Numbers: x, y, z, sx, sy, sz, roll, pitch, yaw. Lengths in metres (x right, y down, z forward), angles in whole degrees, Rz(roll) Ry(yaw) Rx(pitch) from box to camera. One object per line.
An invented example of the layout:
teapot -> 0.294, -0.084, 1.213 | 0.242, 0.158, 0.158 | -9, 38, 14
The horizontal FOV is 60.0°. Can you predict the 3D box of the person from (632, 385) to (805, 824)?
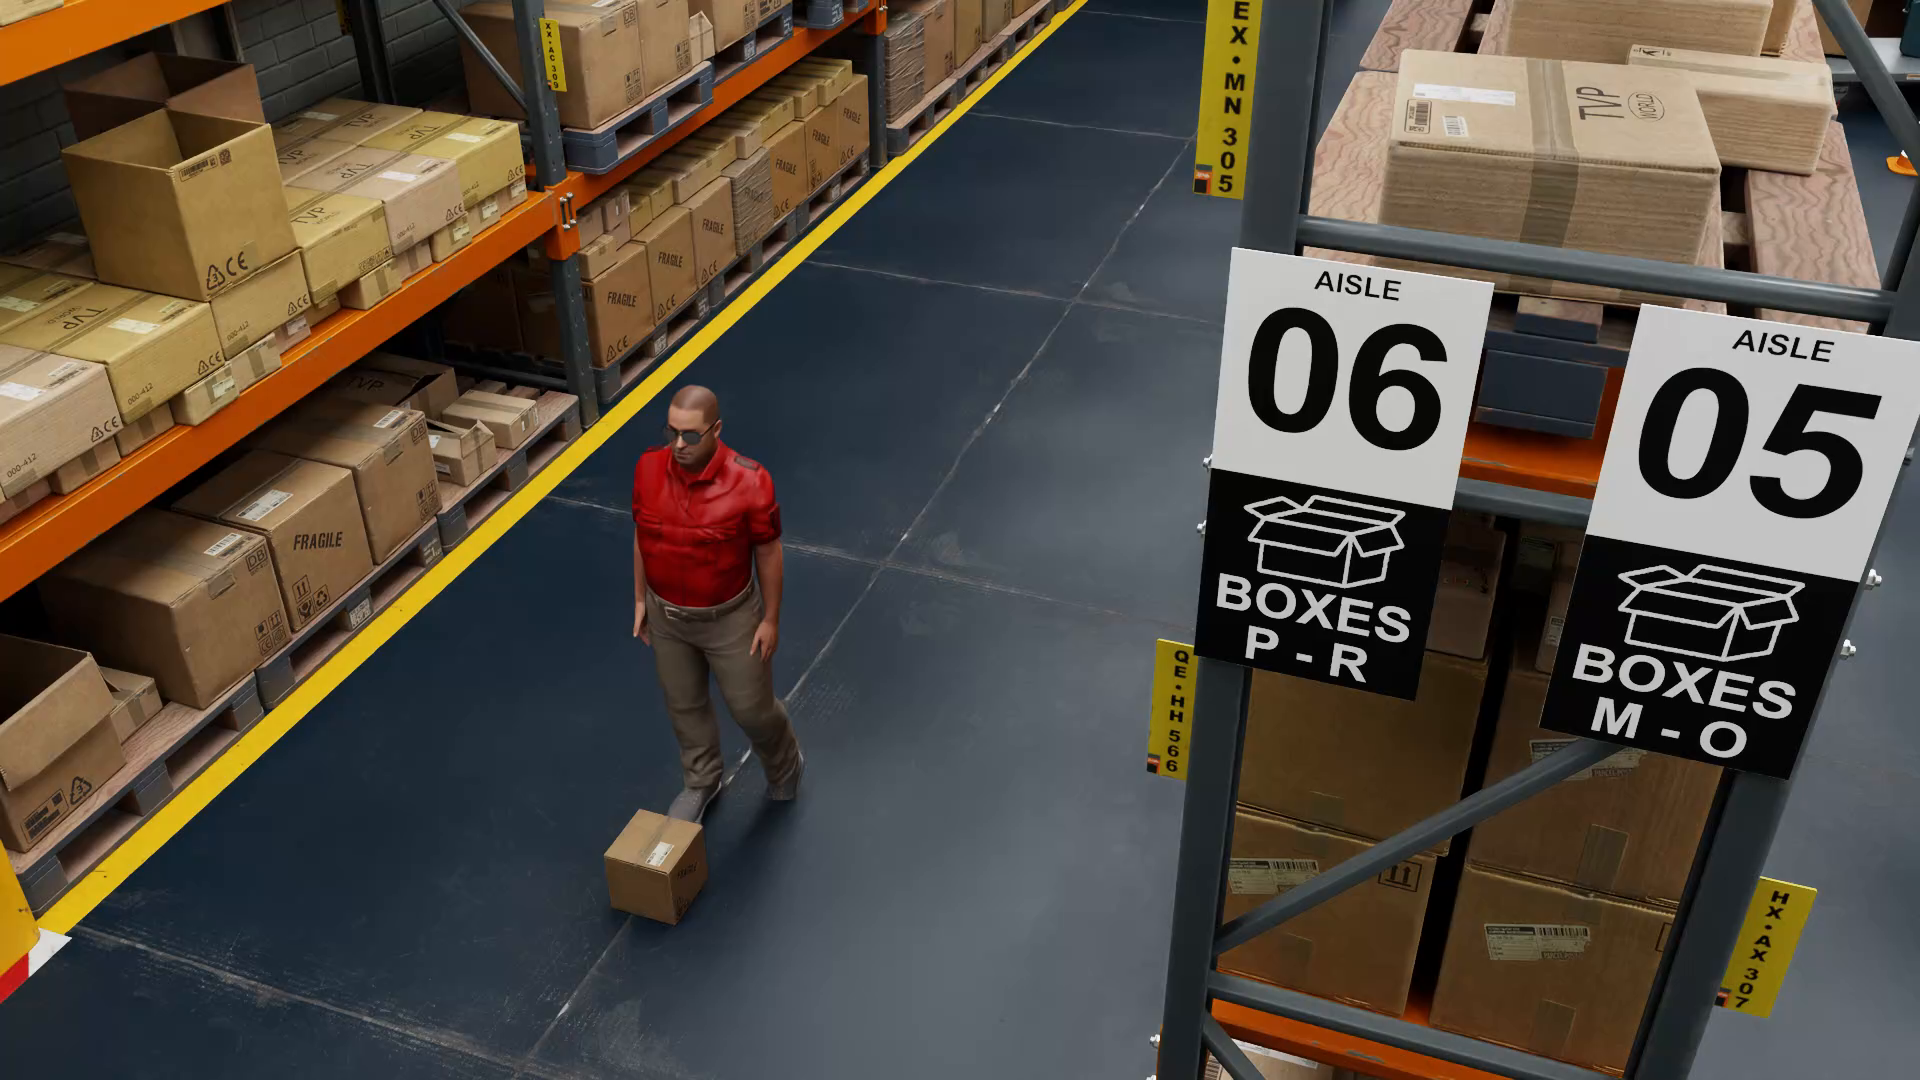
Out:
person -> -0.877, 0.289, 5.782 | 0.546, 1.806, 0.504 | 11, 35, 17
